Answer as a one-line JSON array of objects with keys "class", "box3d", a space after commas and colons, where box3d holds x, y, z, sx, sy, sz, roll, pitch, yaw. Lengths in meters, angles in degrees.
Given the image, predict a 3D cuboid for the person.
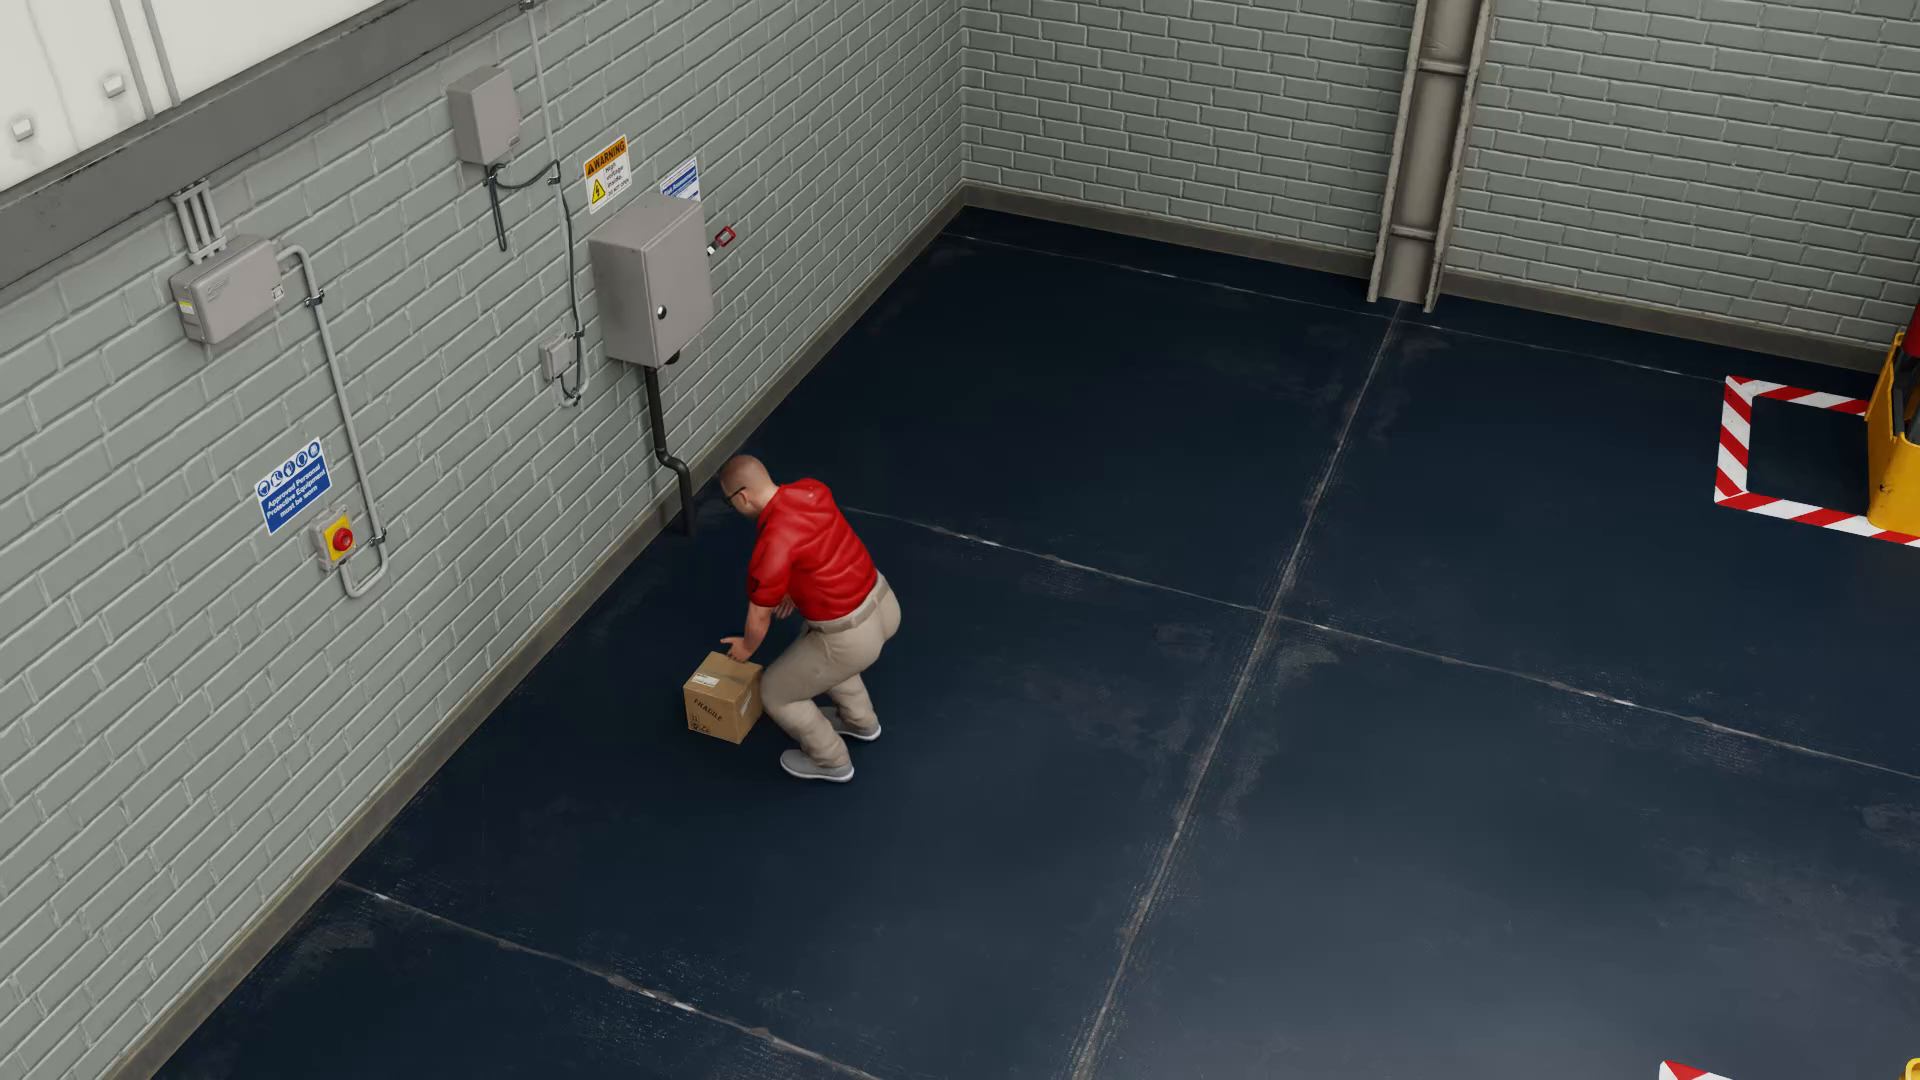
[{"class": "person", "box3d": [-0.597, 0.355, 6.653, 0.666, 1.393, 0.588, 14, 40, 18]}]
